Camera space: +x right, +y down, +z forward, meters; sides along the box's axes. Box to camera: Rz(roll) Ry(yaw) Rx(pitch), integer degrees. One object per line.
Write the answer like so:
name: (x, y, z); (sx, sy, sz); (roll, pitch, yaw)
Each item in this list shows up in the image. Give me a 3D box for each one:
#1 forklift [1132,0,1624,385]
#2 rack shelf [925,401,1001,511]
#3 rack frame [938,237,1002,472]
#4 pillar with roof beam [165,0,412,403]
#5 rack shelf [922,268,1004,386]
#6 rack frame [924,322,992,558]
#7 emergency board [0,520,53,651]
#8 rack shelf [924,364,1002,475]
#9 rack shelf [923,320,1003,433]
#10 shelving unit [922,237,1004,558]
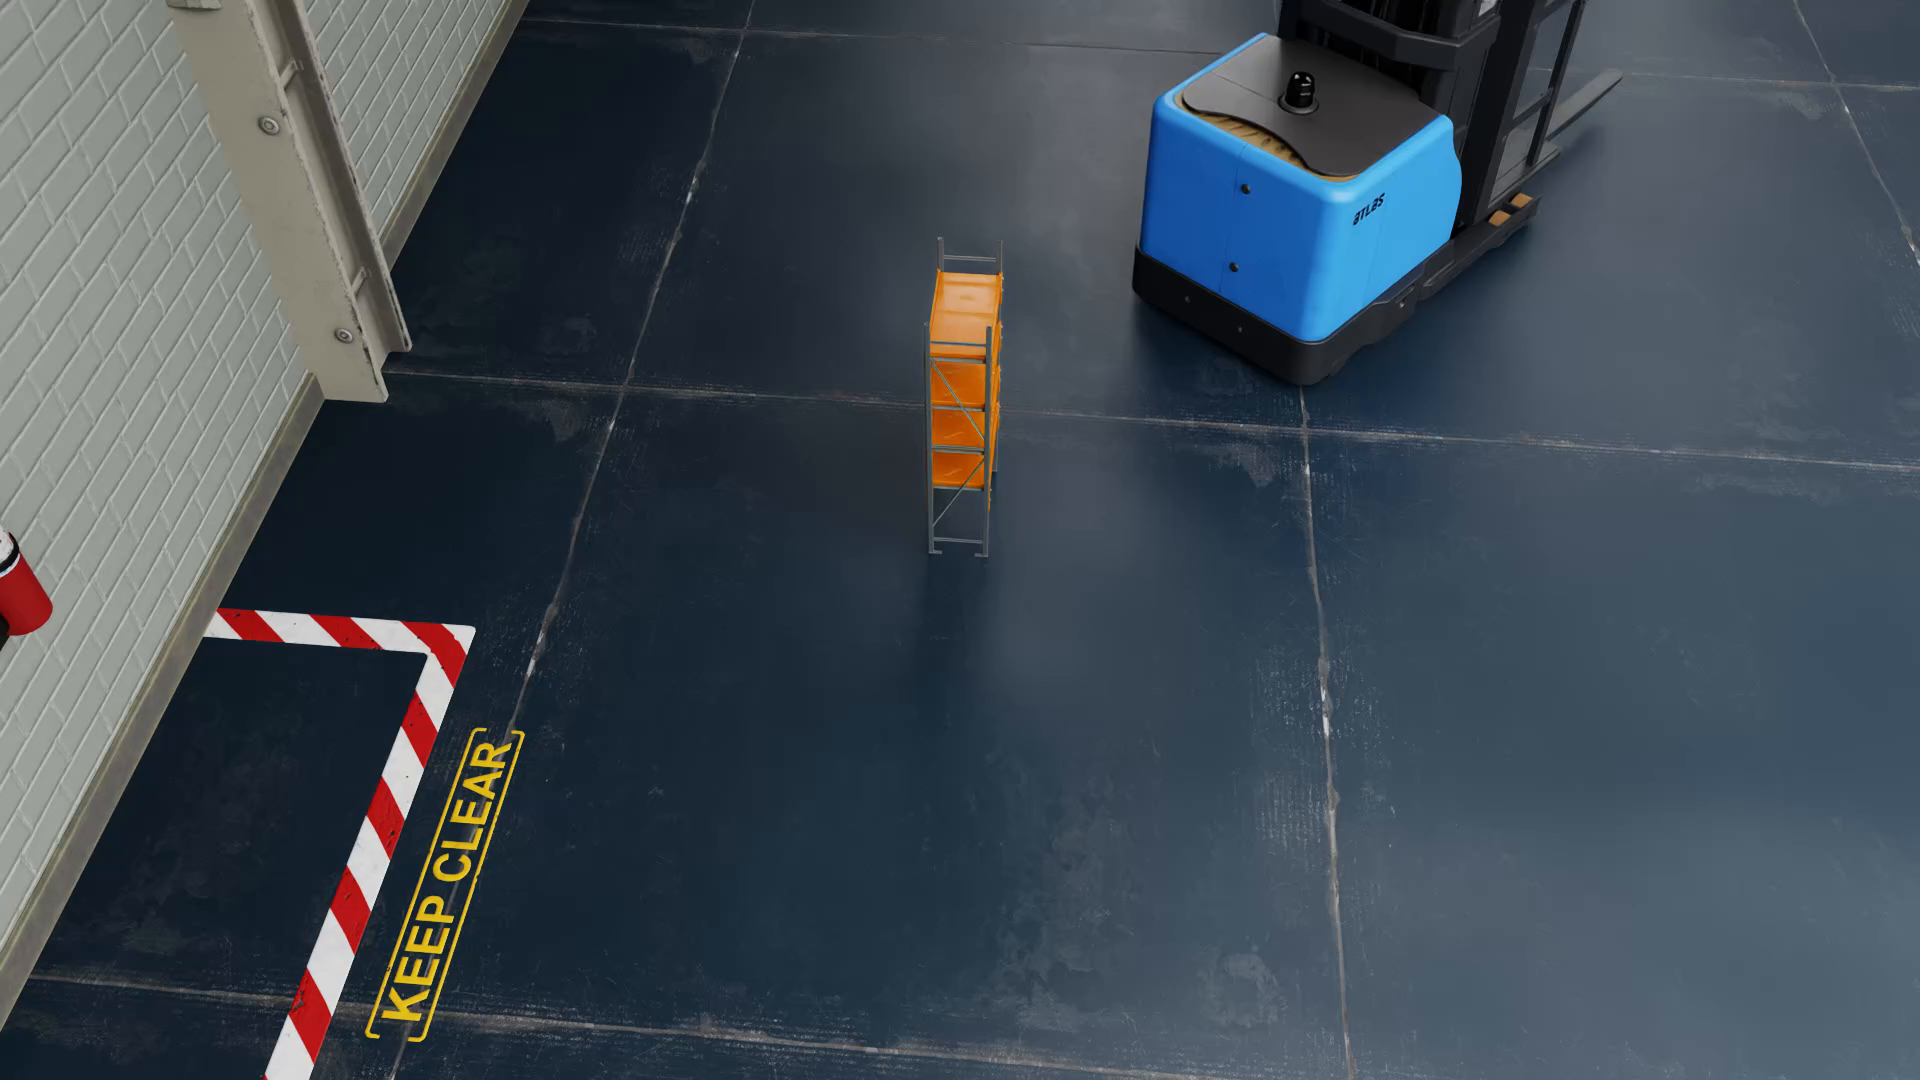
forklift: (2.188, -2.658, 7.221); (1.130, 2.935, 3.031); (36, 57, 28)
rack shelf: (0.015, -0.347, 6.641); (0.258, 0.148, 0.480); (4, 48, 4)
rack frame: (0.037, -0.706, 6.608); (0.240, 1.200, 0.015); (4, 48, 4)
pillar with roof beam: (1.616, -3.509, 3.887); (9.100, 9.000, 0.400); (4, 48, 4)
rack shelf: (0.015, -0.792, 6.154); (0.258, 0.148, 0.480); (4, 48, 4)
rack frame: (-0.007, -0.347, 6.280); (0.240, 1.200, 0.015); (4, 48, 4)
emergency board: (-2.934, 0.039, 4.707); (0.194, 1.169, 0.643); (4, 48, 4)
rack shelf: (0.015, -0.481, 6.494); (0.258, 0.148, 0.480); (4, 48, 4)
rack shelf: (0.015, -0.632, 6.329); (0.258, 0.148, 0.480); (4, 48, 4)
shelving unit: (0.015, -0.527, 6.444); (0.258, 1.200, 0.503); (4, 48, 4)
